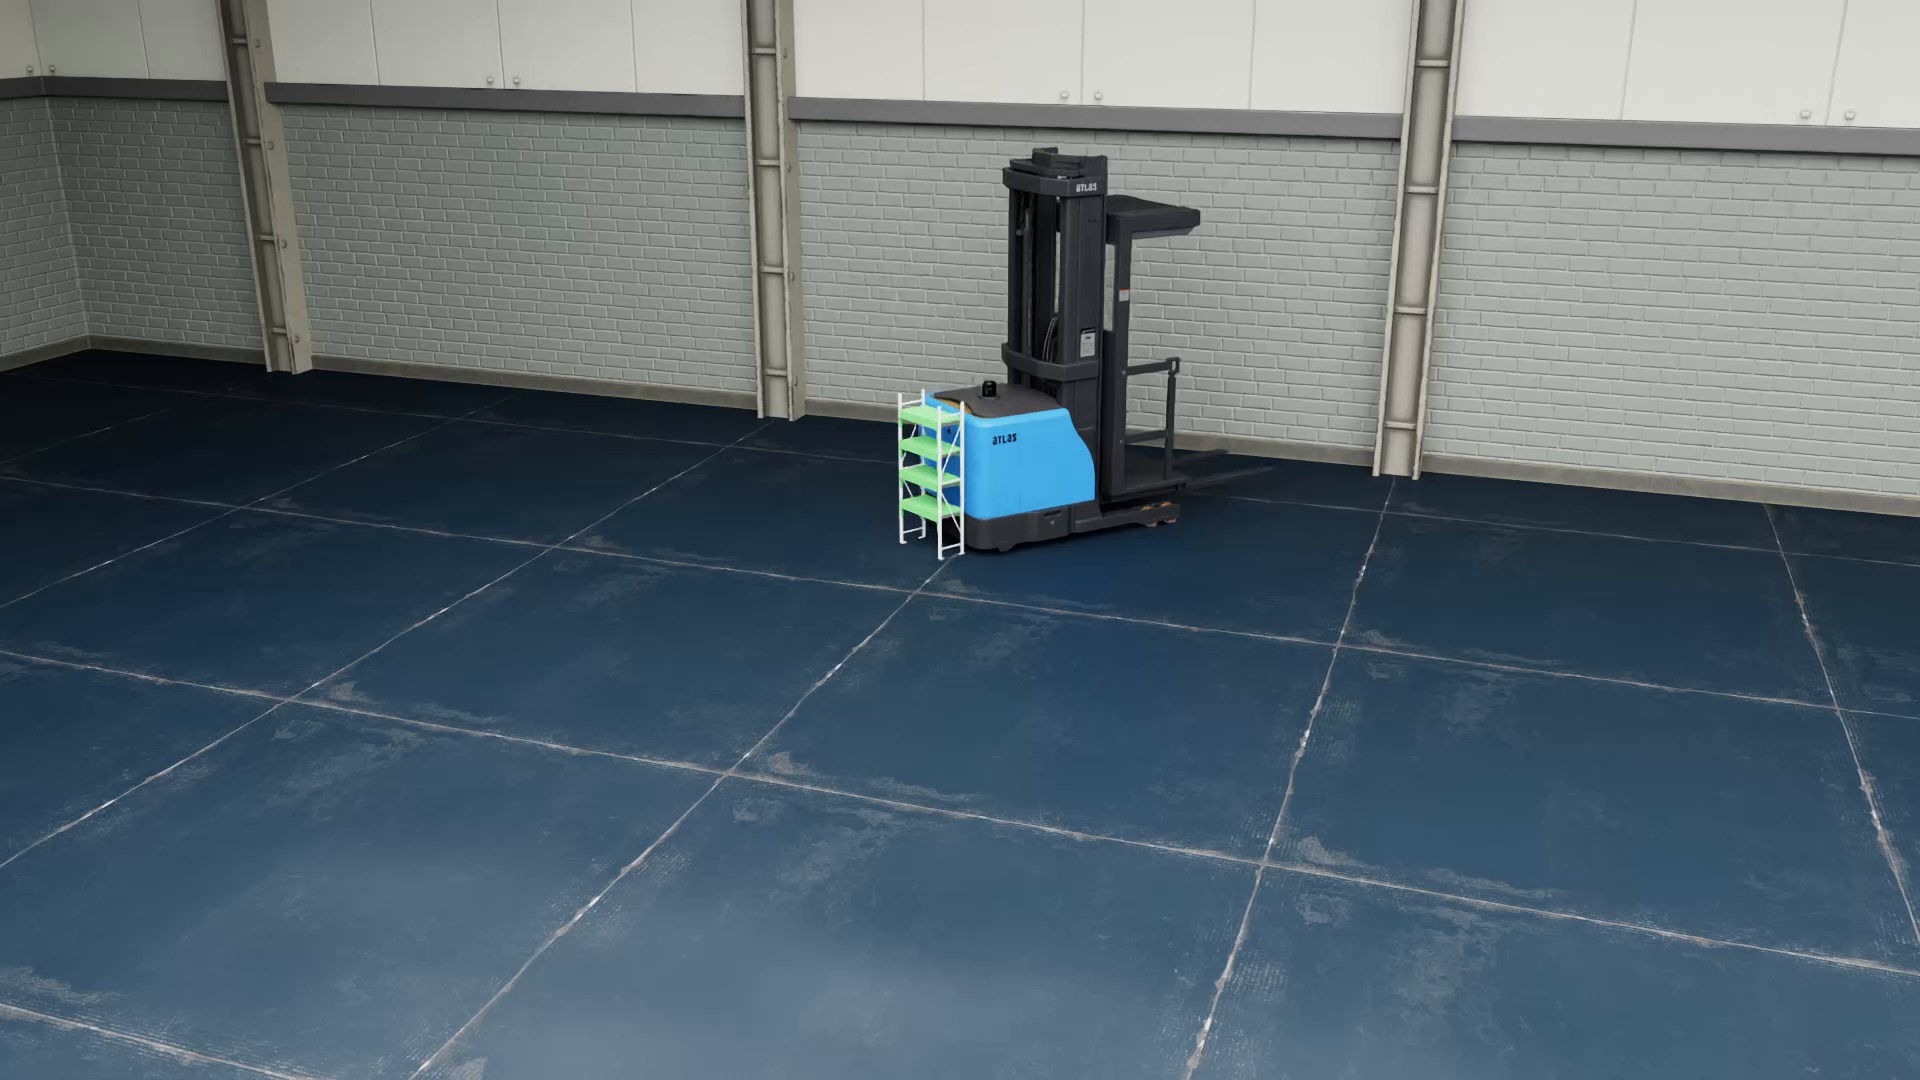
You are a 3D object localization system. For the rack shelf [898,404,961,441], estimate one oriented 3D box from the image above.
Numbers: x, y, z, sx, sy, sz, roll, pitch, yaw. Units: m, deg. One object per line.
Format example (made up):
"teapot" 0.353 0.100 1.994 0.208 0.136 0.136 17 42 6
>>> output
"rack shelf" -0.219 -0.894 12.554 0.258 0.148 0.480 -15 24 -36

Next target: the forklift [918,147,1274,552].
"forklift" 1.195 -1.628 13.293 3.031 2.935 1.130 -11 22 -28

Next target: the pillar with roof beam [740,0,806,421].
"pillar with roof beam" -3.195 -4.157 11.329 0.400 9.000 9.100 7 20 18

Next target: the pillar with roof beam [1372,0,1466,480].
"pillar with roof beam" 2.473 -3.508 9.470 0.400 9.000 9.100 7 20 18

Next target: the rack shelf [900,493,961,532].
"rack shelf" -0.219 -0.214 12.791 0.258 0.148 0.480 -15 24 -36

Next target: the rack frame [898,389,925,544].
"rack frame" -0.371 -0.564 12.872 0.240 1.200 0.015 -15 24 -36

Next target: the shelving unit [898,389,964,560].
"shelving unit" -0.219 -0.501 12.691 0.258 1.200 0.503 -15 24 -36

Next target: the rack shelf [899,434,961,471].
"rack shelf" -0.219 -0.668 12.633 0.258 0.148 0.480 -15 24 -36

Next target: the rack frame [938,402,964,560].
"rack frame" -0.067 -0.438 12.511 0.240 1.200 0.015 -15 24 -36

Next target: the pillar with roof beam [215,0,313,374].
"pillar with roof beam" -8.863 -4.805 13.188 0.400 9.000 9.100 7 20 18

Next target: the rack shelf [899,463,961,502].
"rack shelf" -0.219 -0.441 12.712 0.258 0.148 0.480 -15 24 -36
